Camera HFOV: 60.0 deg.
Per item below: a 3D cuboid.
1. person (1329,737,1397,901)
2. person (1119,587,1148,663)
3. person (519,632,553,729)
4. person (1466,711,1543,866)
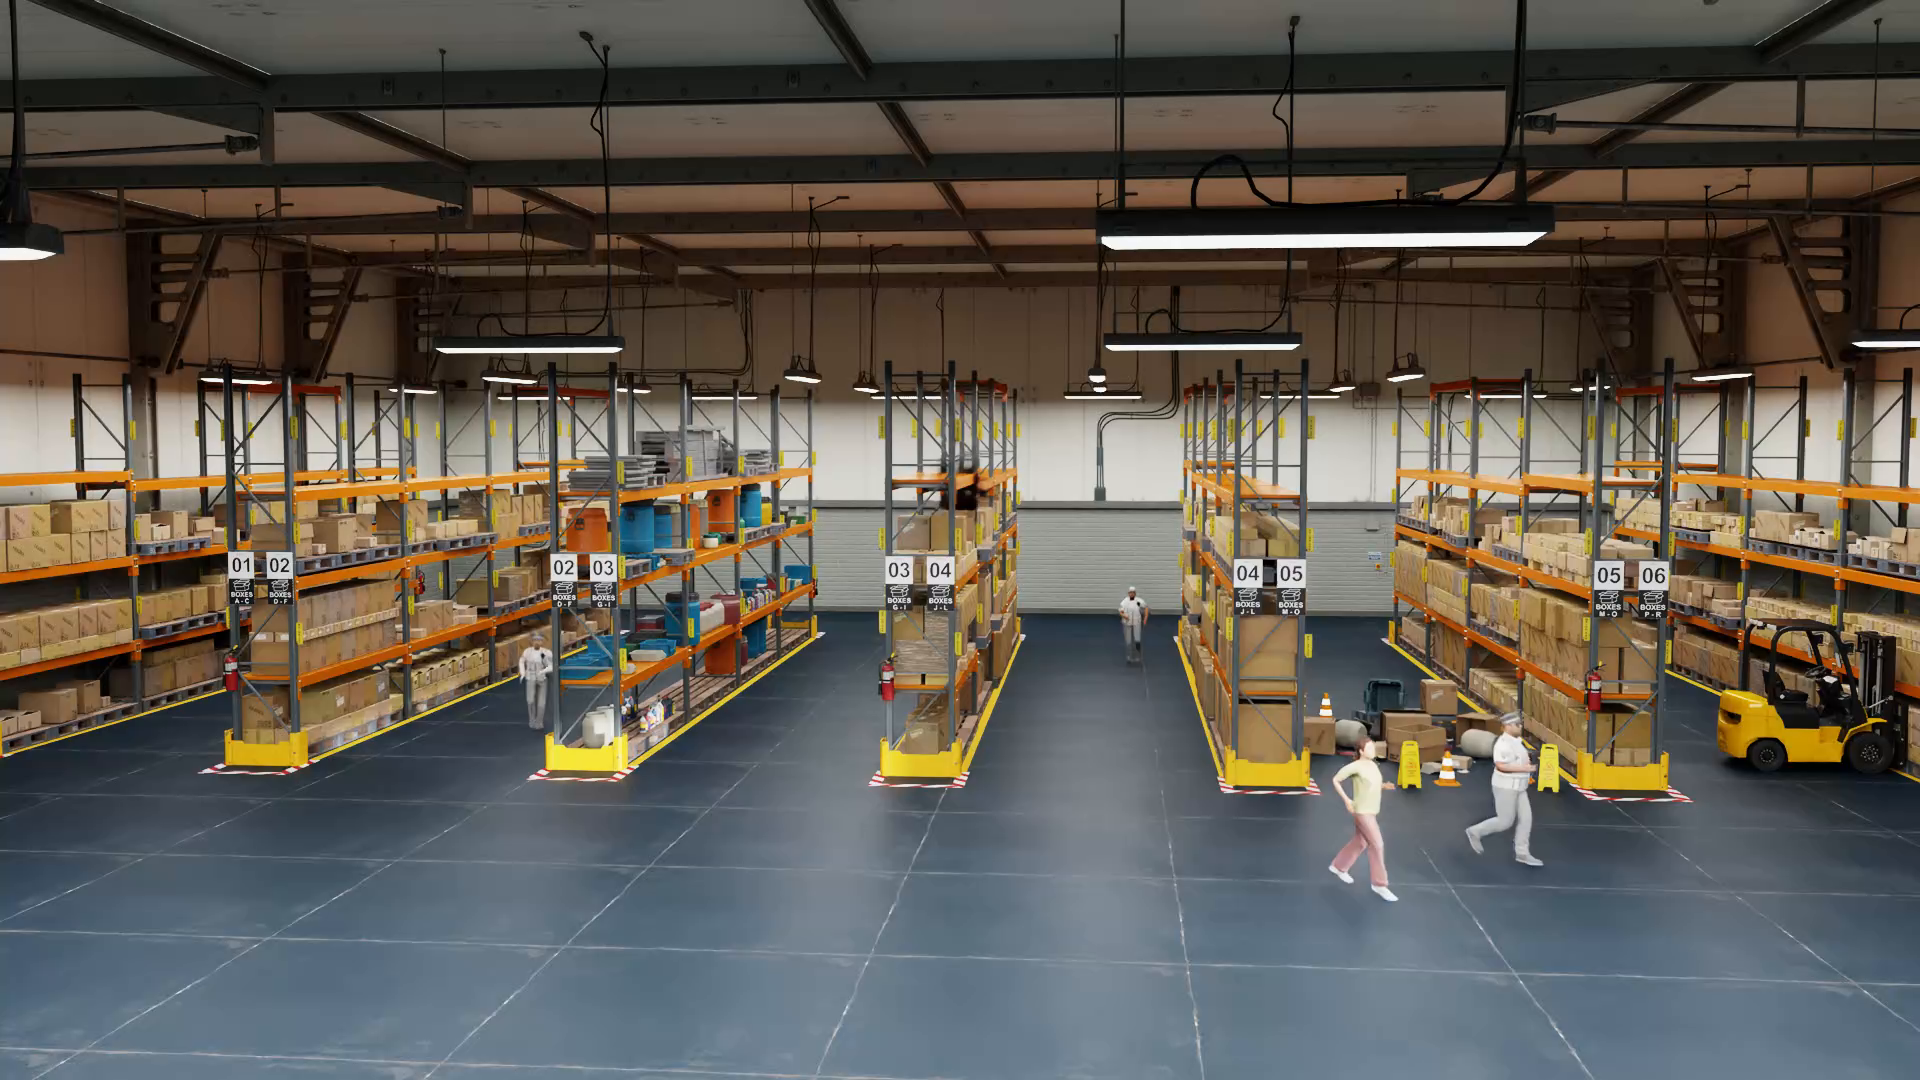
[{"bbox_3d":[4.378,2.969,17.953,0.845,1.701,0.560,3,5,41],"label":"person"},{"bbox_3d":[3.727,1.836,35.750,0.637,1.663,0.637,0,4,6],"label":"person"},{"bbox_3d":[-7.051,2.341,27.680,0.583,1.647,0.700,-1,4,-11],"label":"person"},{"bbox_3d":[6.325,2.843,19.241,0.879,1.761,0.678,3,5,39],"label":"person"}]
